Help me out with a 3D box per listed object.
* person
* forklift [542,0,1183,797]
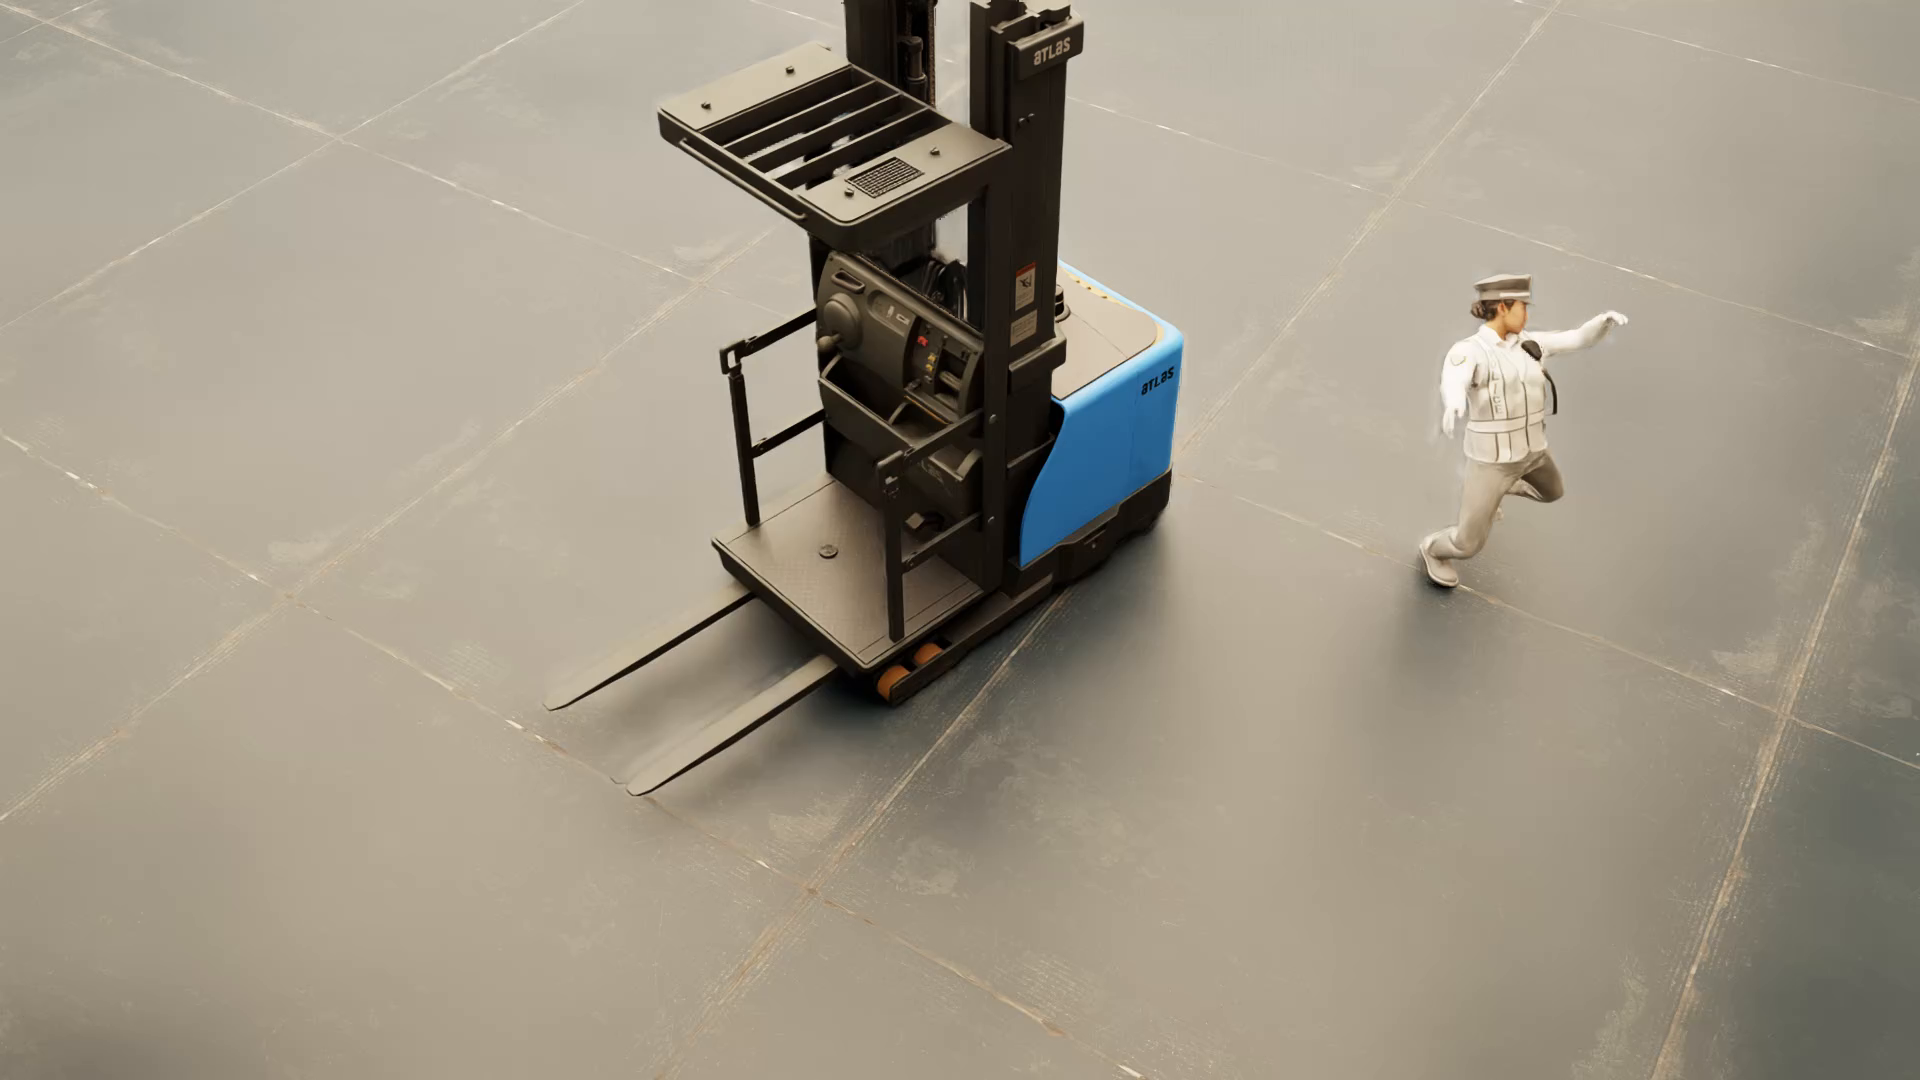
[{"bbox_3d":[2.242,-0.426,7.311,0.979,1.515,0.716,-26,49,-25],"label":"person"},{"bbox_3d":[-0.410,-0.762,6.652,3.031,2.935,1.130,-33,52,-30],"label":"forklift"}]
